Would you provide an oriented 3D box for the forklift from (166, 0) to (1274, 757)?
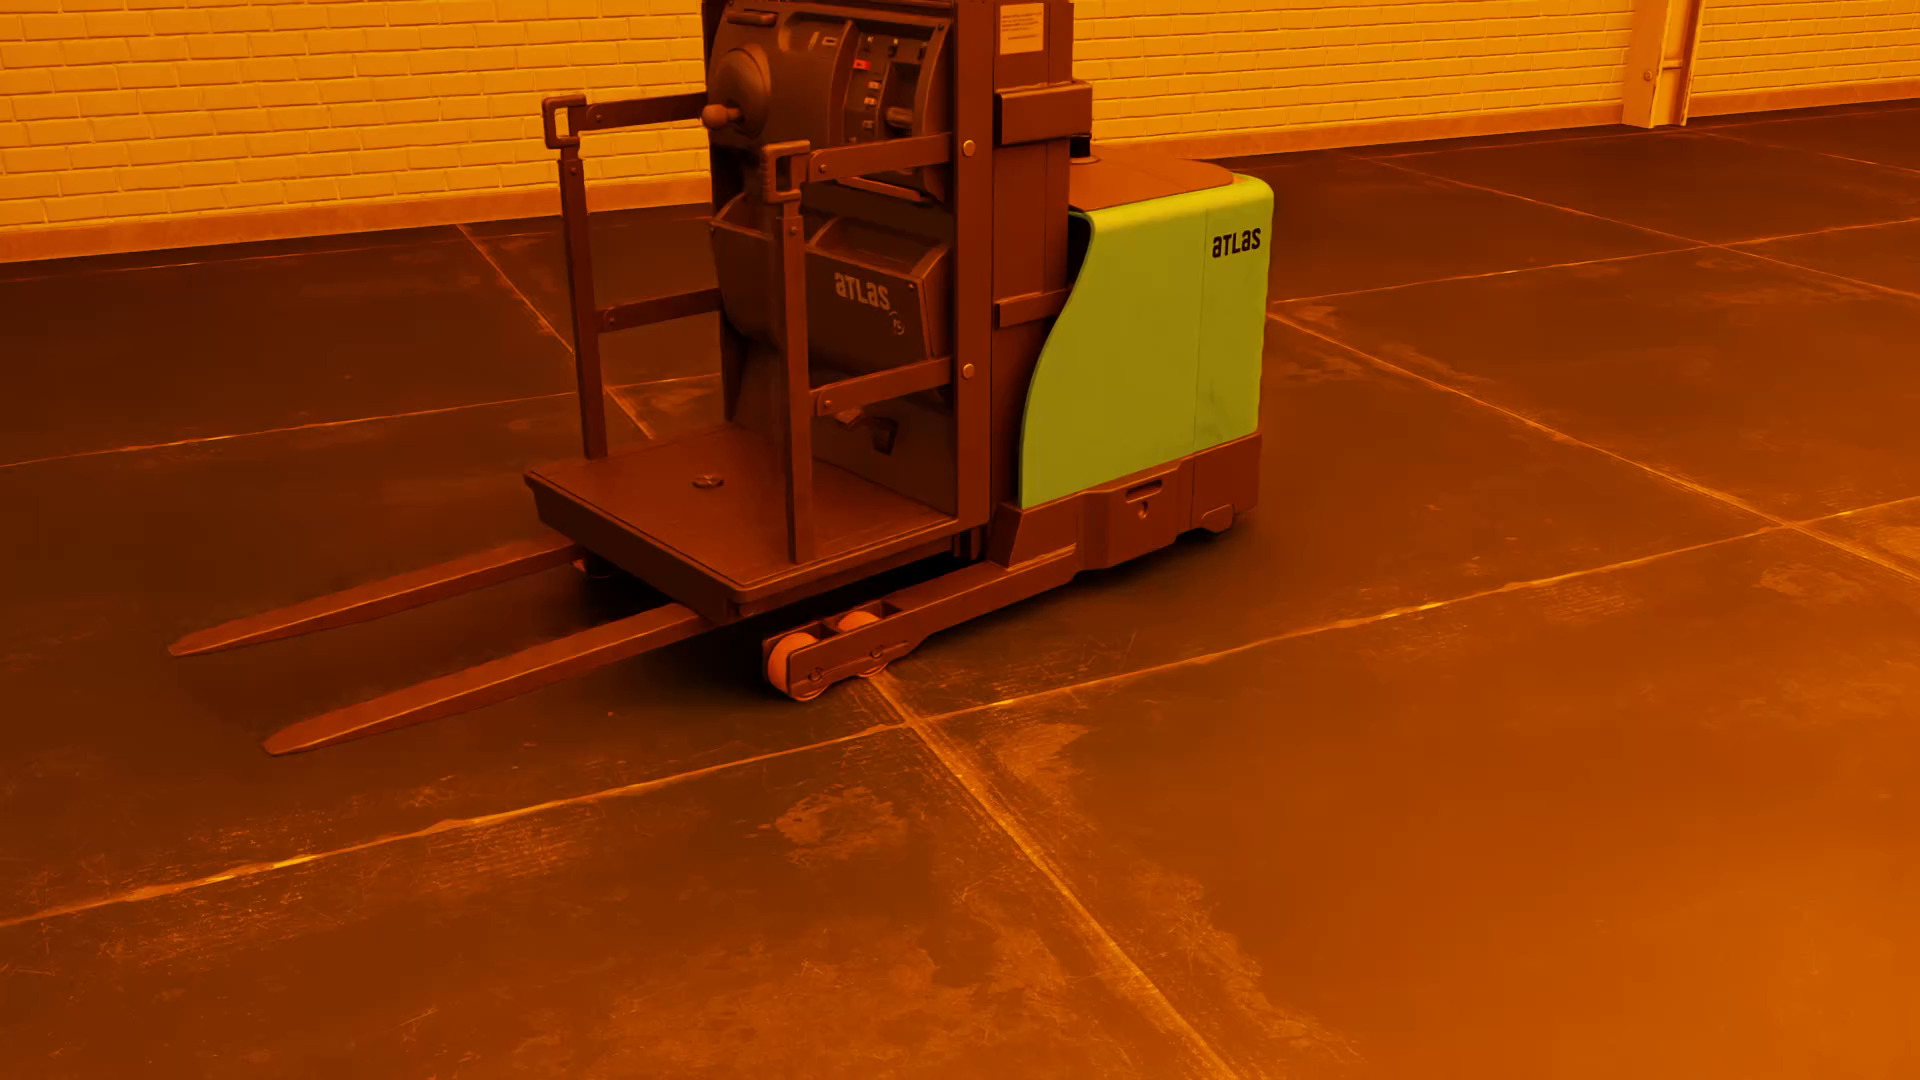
[{"bbox_3d":[-0.511,-1.179,4.125,3.031,2.935,1.130,-19,29,-37],"label":"forklift"}]
